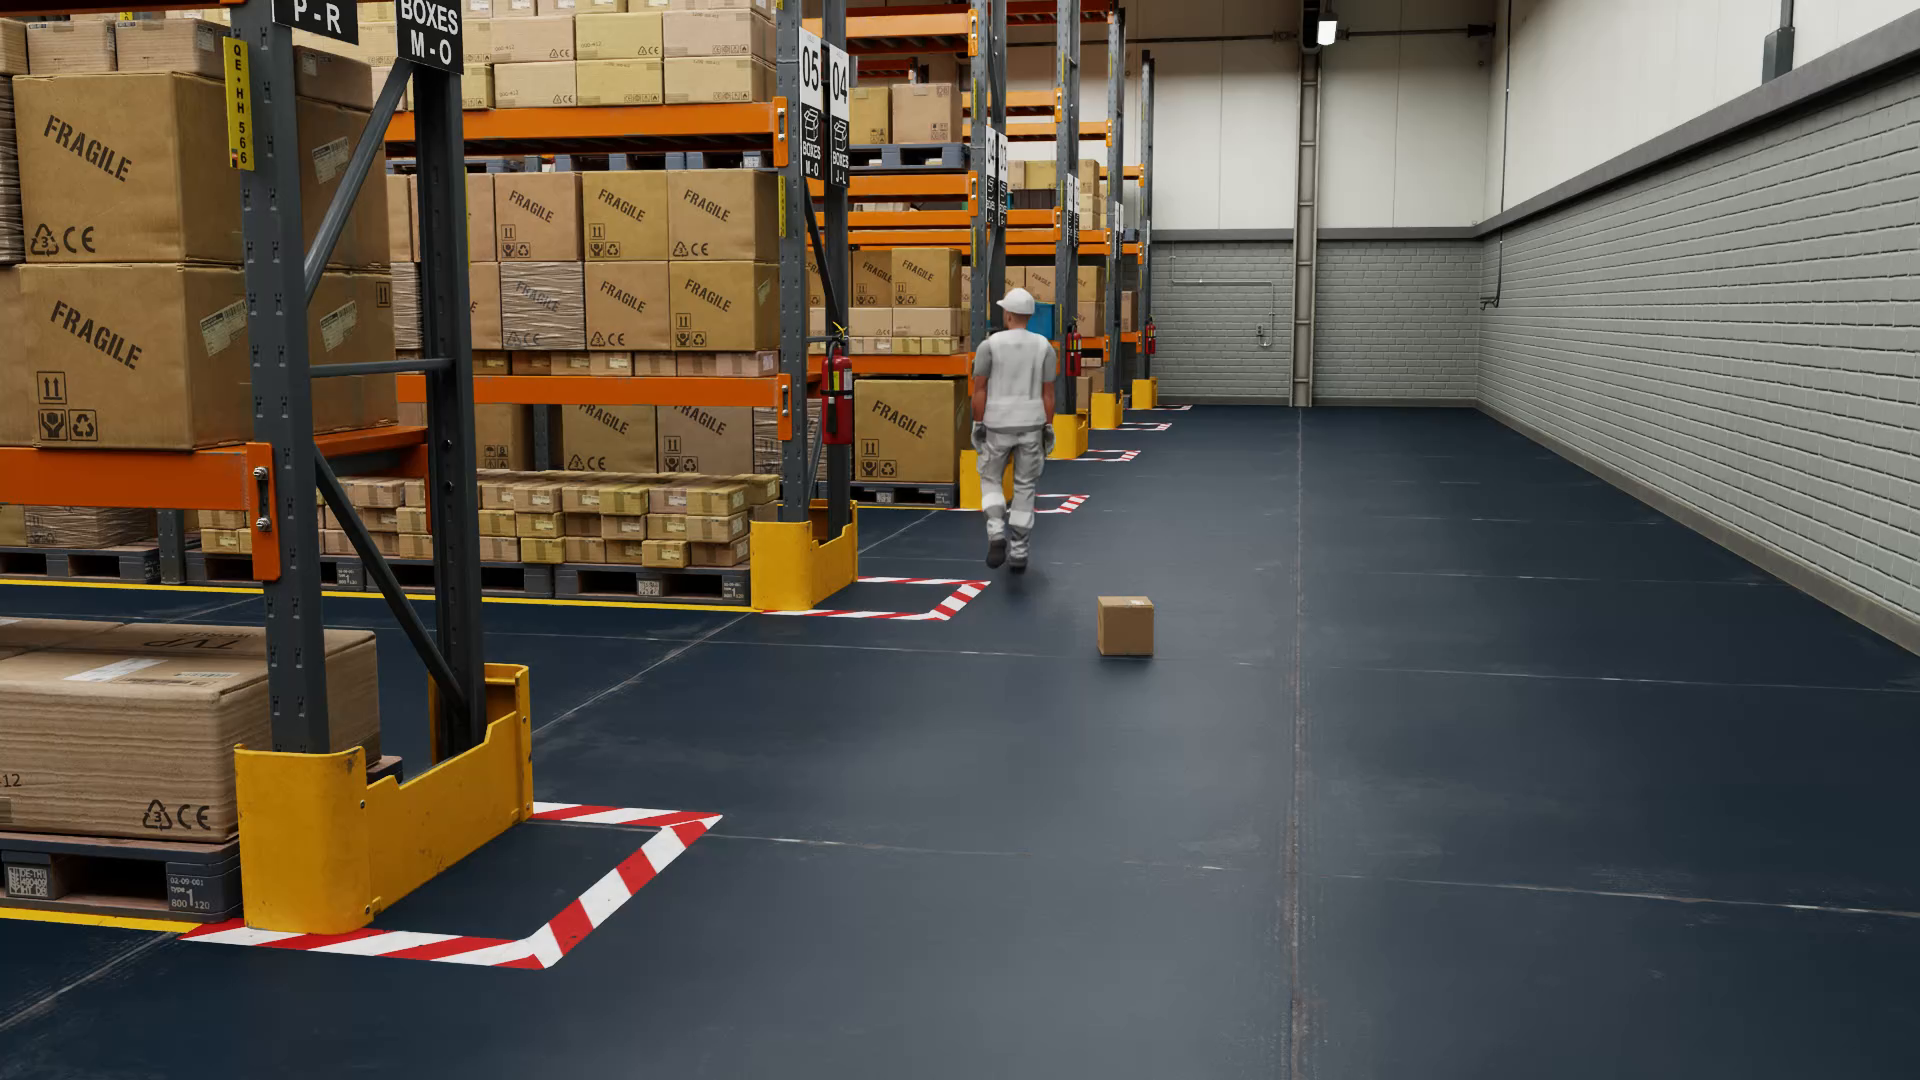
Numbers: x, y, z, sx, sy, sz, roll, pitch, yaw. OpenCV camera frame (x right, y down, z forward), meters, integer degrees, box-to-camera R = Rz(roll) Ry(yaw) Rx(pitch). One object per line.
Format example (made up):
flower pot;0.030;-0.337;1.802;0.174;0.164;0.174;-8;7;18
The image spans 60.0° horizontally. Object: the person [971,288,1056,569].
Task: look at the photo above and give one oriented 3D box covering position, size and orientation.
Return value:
person;0.345;-0.708;10.648;0.556;1.791;0.472;0;8;-2
